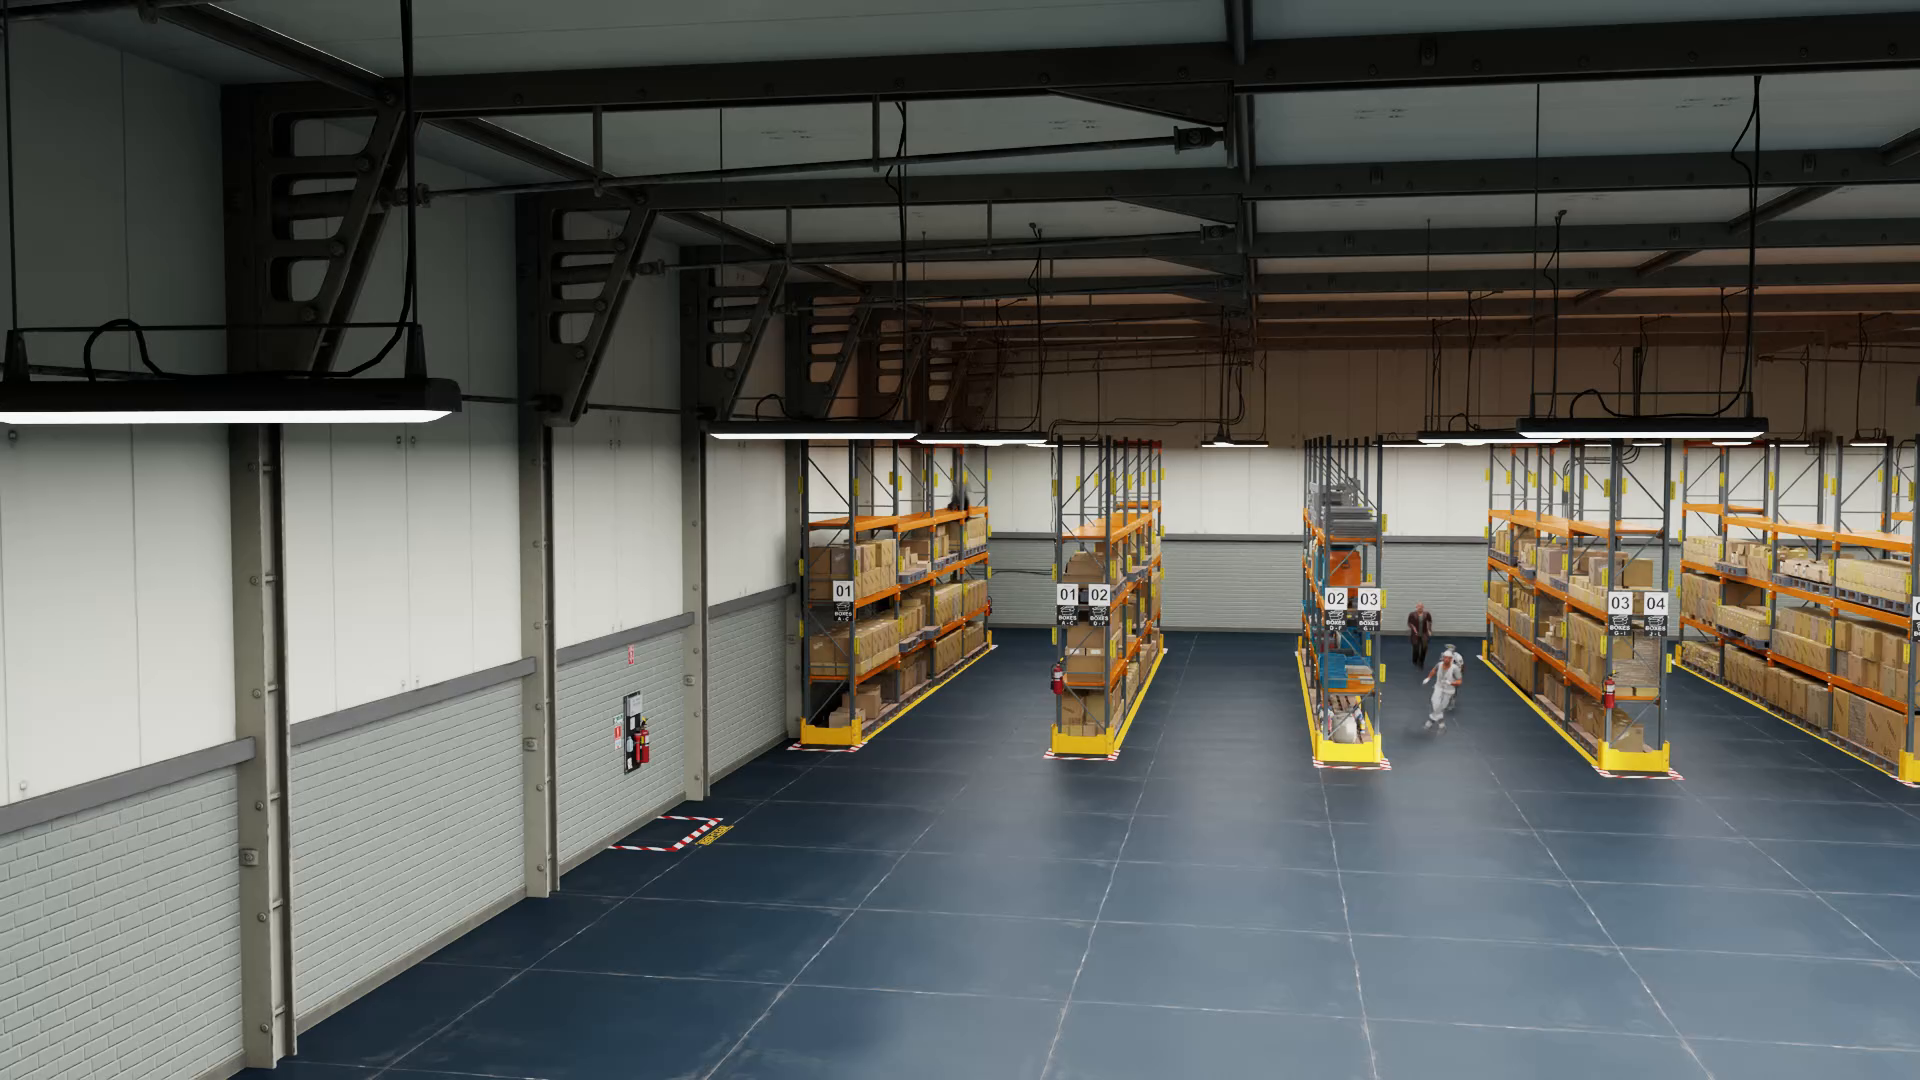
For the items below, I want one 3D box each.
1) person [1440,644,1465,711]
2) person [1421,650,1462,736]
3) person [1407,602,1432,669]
[{"bbox_3d":[10.908,3.006,36.791,0.564,1.479,1.060,2,3,27],"label":"person"},{"bbox_3d":[9.675,3.055,33.402,0.811,1.704,0.713,1,3,22],"label":"person"},{"bbox_3d":[12.041,2.504,43.535,0.657,1.771,0.847,0,3,7],"label":"person"}]
